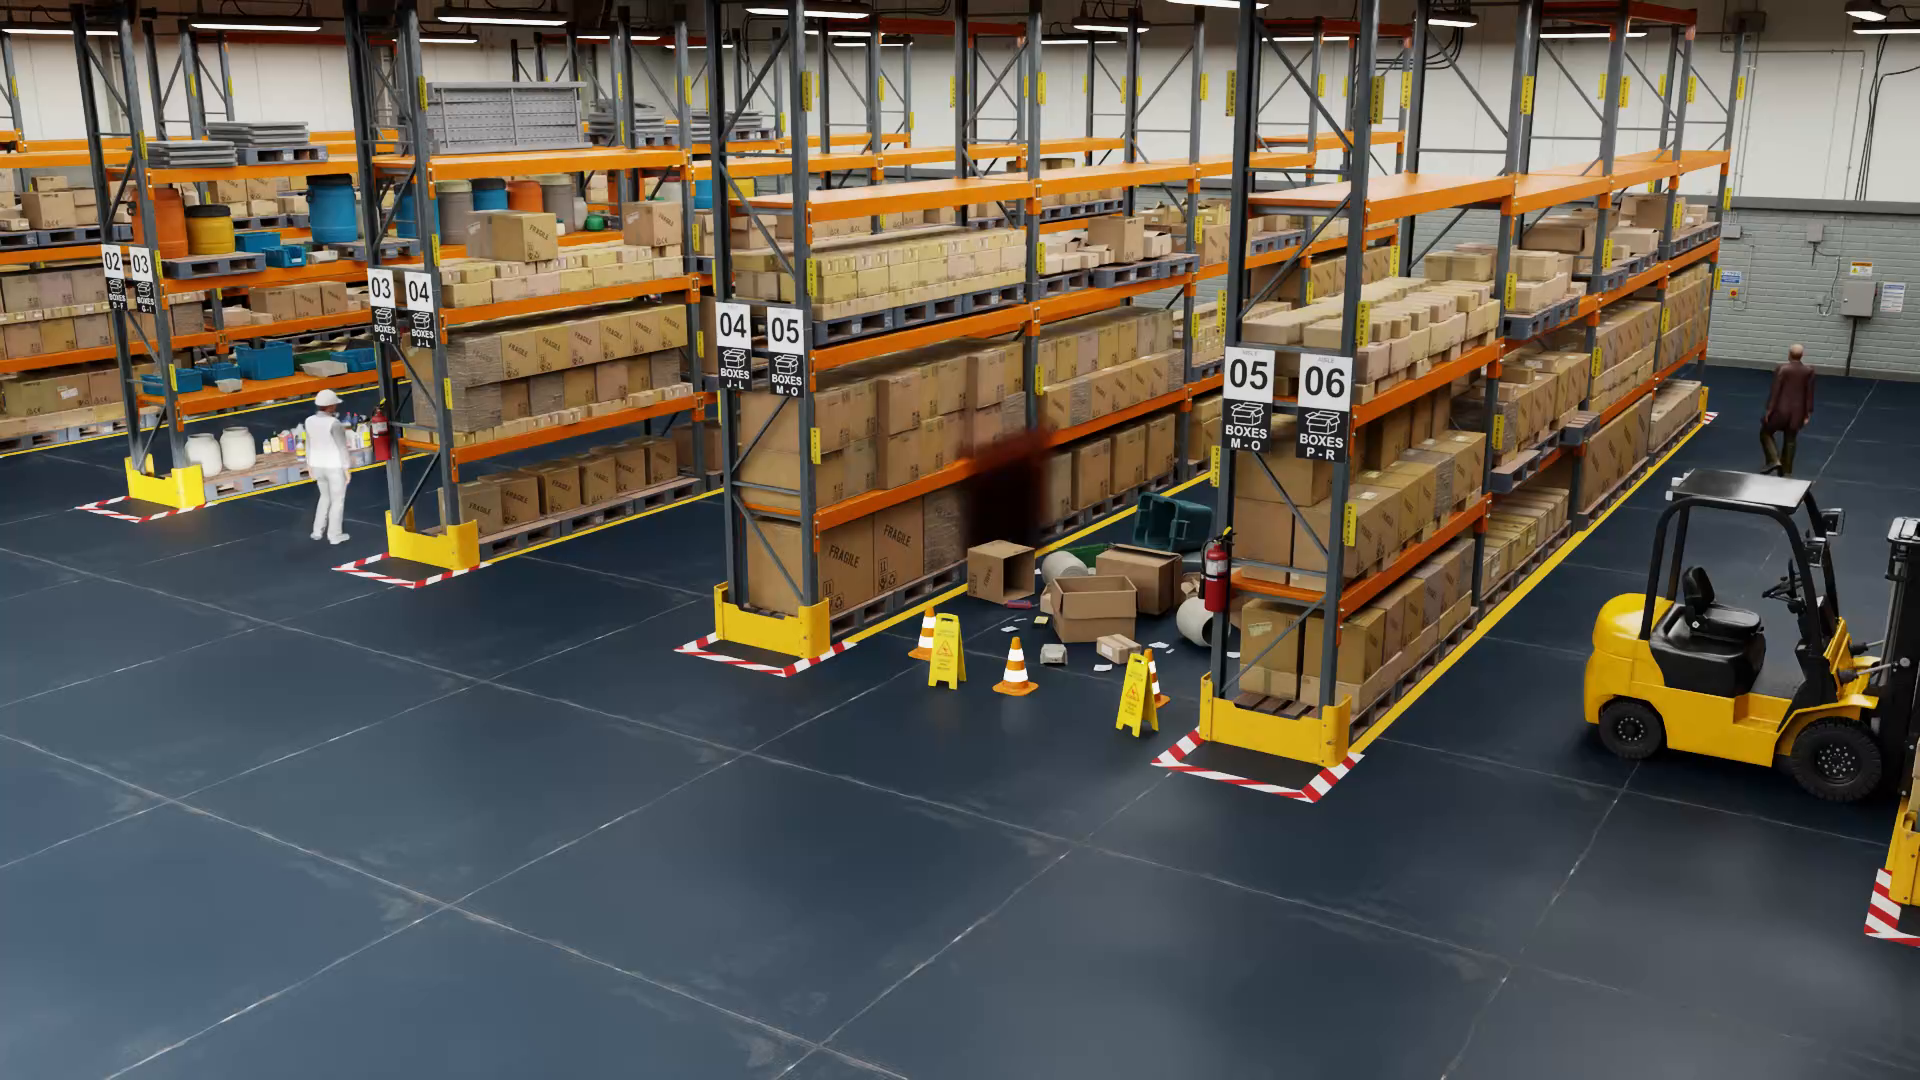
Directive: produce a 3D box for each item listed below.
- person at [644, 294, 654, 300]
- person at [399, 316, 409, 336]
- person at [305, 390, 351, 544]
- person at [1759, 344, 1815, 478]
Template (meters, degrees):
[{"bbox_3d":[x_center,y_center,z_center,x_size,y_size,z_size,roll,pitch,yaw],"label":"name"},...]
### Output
[{"bbox_3d":[-6.013,-4.305,31.589,0.467,1.677,0.514,-6,17,-21],"label":"person"},{"bbox_3d":[-10.858,-4.535,32.435,0.460,1.658,0.492,-8,18,-28],"label":"person"},{"bbox_3d":[-7.205,-0.835,18.955,0.665,1.791,0.366,6,17,19],"label":"person"},{"bbox_3d":[10.963,-1.700,22.001,0.638,1.779,0.532,0,16,2],"label":"person"}]
